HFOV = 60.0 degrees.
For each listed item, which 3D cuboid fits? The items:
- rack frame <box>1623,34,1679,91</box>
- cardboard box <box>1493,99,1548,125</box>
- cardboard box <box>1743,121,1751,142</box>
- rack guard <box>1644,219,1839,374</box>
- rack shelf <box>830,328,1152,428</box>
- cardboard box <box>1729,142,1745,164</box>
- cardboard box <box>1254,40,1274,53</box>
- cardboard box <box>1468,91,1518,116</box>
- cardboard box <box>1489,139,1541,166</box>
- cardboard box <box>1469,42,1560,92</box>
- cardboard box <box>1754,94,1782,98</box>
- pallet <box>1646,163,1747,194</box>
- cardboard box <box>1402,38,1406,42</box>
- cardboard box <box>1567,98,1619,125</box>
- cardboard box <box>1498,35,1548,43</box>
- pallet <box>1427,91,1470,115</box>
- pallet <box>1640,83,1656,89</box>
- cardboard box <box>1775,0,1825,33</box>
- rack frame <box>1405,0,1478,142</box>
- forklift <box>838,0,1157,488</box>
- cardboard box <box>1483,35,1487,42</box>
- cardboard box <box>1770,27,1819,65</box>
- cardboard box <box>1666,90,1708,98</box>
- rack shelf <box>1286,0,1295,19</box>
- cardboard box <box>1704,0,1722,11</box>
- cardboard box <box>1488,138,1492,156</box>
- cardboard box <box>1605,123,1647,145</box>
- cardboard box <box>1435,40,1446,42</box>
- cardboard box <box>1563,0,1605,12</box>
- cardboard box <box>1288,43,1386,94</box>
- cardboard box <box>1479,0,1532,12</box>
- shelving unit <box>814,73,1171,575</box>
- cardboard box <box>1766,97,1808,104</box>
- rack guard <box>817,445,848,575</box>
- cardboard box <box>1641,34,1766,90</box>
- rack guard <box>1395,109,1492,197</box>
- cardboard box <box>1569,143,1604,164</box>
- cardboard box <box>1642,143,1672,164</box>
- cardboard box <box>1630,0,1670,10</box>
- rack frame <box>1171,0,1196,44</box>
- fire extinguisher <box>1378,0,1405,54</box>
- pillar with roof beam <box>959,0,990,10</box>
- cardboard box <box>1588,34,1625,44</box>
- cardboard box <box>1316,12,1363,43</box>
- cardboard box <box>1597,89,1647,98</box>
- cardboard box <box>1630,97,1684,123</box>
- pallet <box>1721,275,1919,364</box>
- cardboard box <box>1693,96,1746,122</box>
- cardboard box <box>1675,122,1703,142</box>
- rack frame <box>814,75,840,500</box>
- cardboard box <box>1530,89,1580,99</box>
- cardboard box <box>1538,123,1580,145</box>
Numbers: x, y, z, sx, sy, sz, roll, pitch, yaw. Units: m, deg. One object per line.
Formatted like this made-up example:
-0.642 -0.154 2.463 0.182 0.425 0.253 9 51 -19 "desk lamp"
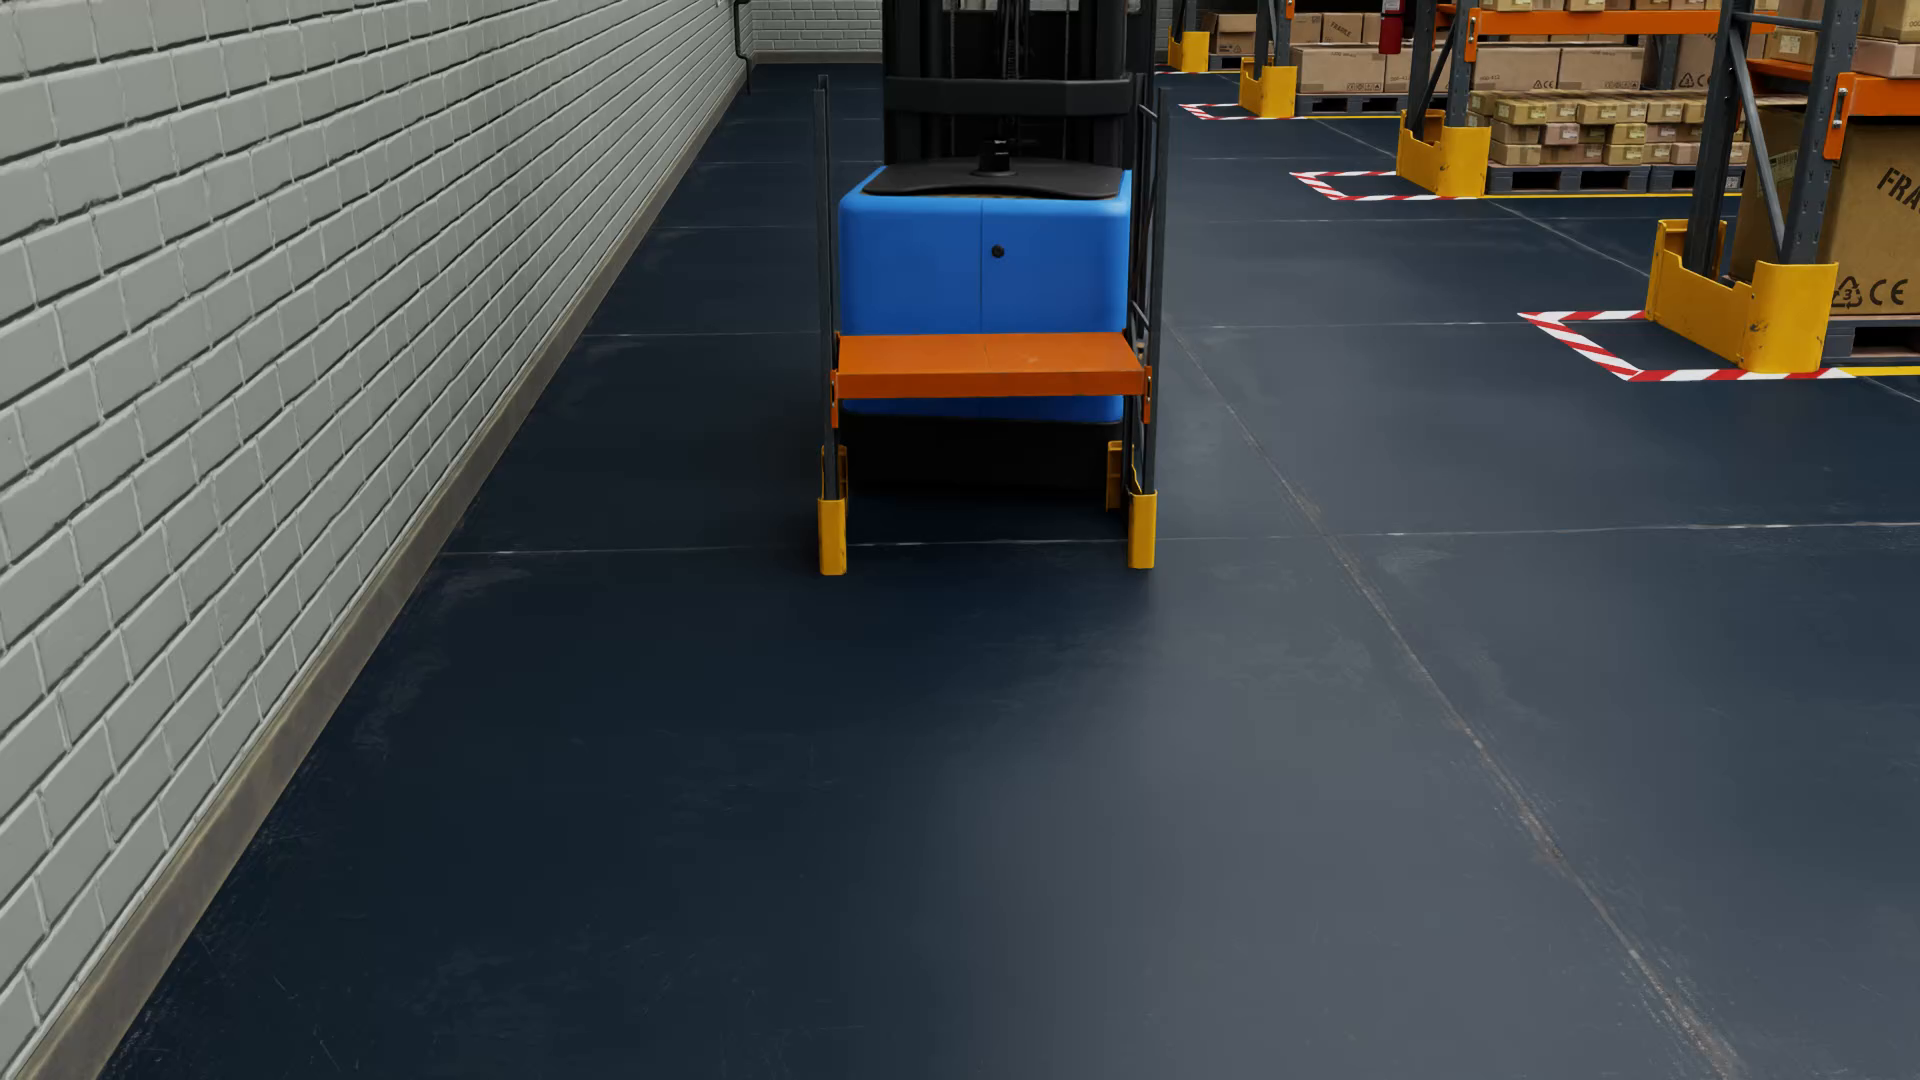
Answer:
7.217 -5.976 17.100 0.127 3.000 1.000 -1 21 -3 "rack frame"
4.149 -3.170 12.312 0.250 0.149 0.380 -2 21 -6 "cardboard box"
5.990 -3.101 12.548 0.250 0.149 0.380 -2 21 -6 "cardboard box"
3.765 -1.205 8.084 0.348 0.500 1.175 -1 21 -3 "rack guard"
0.085 -0.535 5.420 1.000 0.185 0.538 -1 21 -3 "rack shelf"
5.692 -2.935 12.531 0.250 0.149 0.380 -1 21 -3 "cardboard box"
3.979 -6.495 21.881 0.250 0.149 0.380 -2 21 -5 "cardboard box"
4.121 -3.381 12.865 0.250 0.149 0.380 -1 21 -2 "cardboard box"
4.148 -2.899 12.436 0.250 0.149 0.380 -1 21 -2 "cardboard box"
5.690 -4.981 17.500 0.875 0.438 0.875 -2 21 -5 "cardboard box"
6.199 -3.431 12.997 0.250 0.149 0.380 -1 21 -2 "cardboard box"
5.711 -2.864 12.847 1.213 0.211 1.003 -1 21 -3 "pallet"
5.824 -6.664 22.326 0.250 0.149 0.380 -1 21 -4 "cardboard box"
4.676 -3.178 12.332 0.250 0.149 0.380 -1 21 -3 "cardboard box"
7.426 -6.697 21.917 0.500 0.500 0.500 0 21 -1 "cardboard box"
5.232 -4.659 17.561 1.213 0.211 1.003 -1 21 -3 "pallet"
7.983 -4.715 17.708 1.213 0.211 1.003 -1 21 -3 "pallet"
4.258 -2.547 7.888 0.500 0.250 0.500 -1 21 -4 "cardboard box"
3.607 -4.138 12.274 0.127 3.000 1.000 -1 21 -3 "rack frame"
0.266 -2.039 6.857 1.130 2.935 3.031 3 21 7 "forklift"
7.403 -6.882 22.404 0.500 0.500 0.500 -1 21 -3 "cardboard box"
4.126 -2.381 8.012 0.250 0.149 0.380 -1 21 -2 "cardboard box"
5.683 -3.405 12.929 0.250 0.149 0.380 -1 21 -3 "cardboard box"
5.220 -5.599 17.122 4.000 0.370 1.077 -1 21 -3 "rack shelf"
5.503 -3.960 12.161 0.250 0.149 0.380 0 21 -1 "cardboard box"
4.120 -3.087 12.929 0.250 0.149 0.380 -1 21 -2 "cardboard box"
4.923 -3.049 12.412 0.250 0.149 0.380 -1 21 -1 "cardboard box"
6.390 -6.487 21.860 0.250 0.149 0.380 -2 21 -5 "cardboard box"
4.472 -3.917 12.047 0.250 0.149 0.380 -2 21 -5 "cardboard box"
3.877 -4.942 17.397 0.875 0.438 0.875 -2 21 -5 "cardboard box"
3.949 -3.911 12.030 0.250 0.149 0.380 -1 21 -3 "cardboard box"
0.076 -0.703 5.356 1.083 1.500 0.587 -1 21 -3 "shelving unit"
6.230 -3.219 12.440 0.250 0.149 0.380 -2 21 -6 "cardboard box"
-0.422 -0.109 5.553 0.087 0.250 0.587 -1 21 -3 "rack guard"
7.831 -5.220 17.511 0.875 0.875 0.875 -1 21 -1 "cardboard box"
3.683 -2.971 12.723 0.348 0.500 1.175 -1 21 -3 "rack guard"
4.652 -2.941 12.546 0.250 0.149 0.380 -1 21 -2 "cardboard box"
5.163 -2.946 12.560 0.250 0.149 0.380 -1 21 -3 "cardboard box"
4.995 -3.968 12.180 0.250 0.149 0.380 -1 21 -4 "cardboard box"
2.936 -7.657 21.518 0.127 3.000 1.000 -1 21 -3 "rack frame"
3.329 -4.086 12.771 0.183 0.674 0.296 -1 21 -3 "fire extinguisher"
0.439 -9.197 17.131 0.400 9.000 9.100 -1 21 -3 "pillar with roof beam"
8.455 -6.720 21.978 0.500 0.500 0.500 -2 21 -5 "cardboard box"
4.941 -6.643 21.777 0.500 0.500 0.500 -1 21 -2 "cardboard box"
5.153 -3.424 12.978 0.250 0.149 0.380 0 21 -1 "cardboard box"
5.197 -3.215 12.429 0.250 0.149 0.380 0 21 -1 "cardboard box"
4.583 -1.115 8.253 1.213 0.211 1.003 -1 21 -3 "pallet"
5.708 -3.243 12.503 0.250 0.149 0.380 -1 21 -3 "cardboard box"
5.451 -3.108 12.568 0.250 0.149 0.380 0 21 0 "cardboard box"
-0.423 -0.693 5.332 0.032 1.500 0.500 -1 21 -3 "rack frame"
4.626 -3.416 12.957 0.250 0.149 0.380 -2 21 -4 "cardboard box"
4.421 -3.046 12.404 0.250 0.149 0.380 -1 21 -3 "cardboard box"
